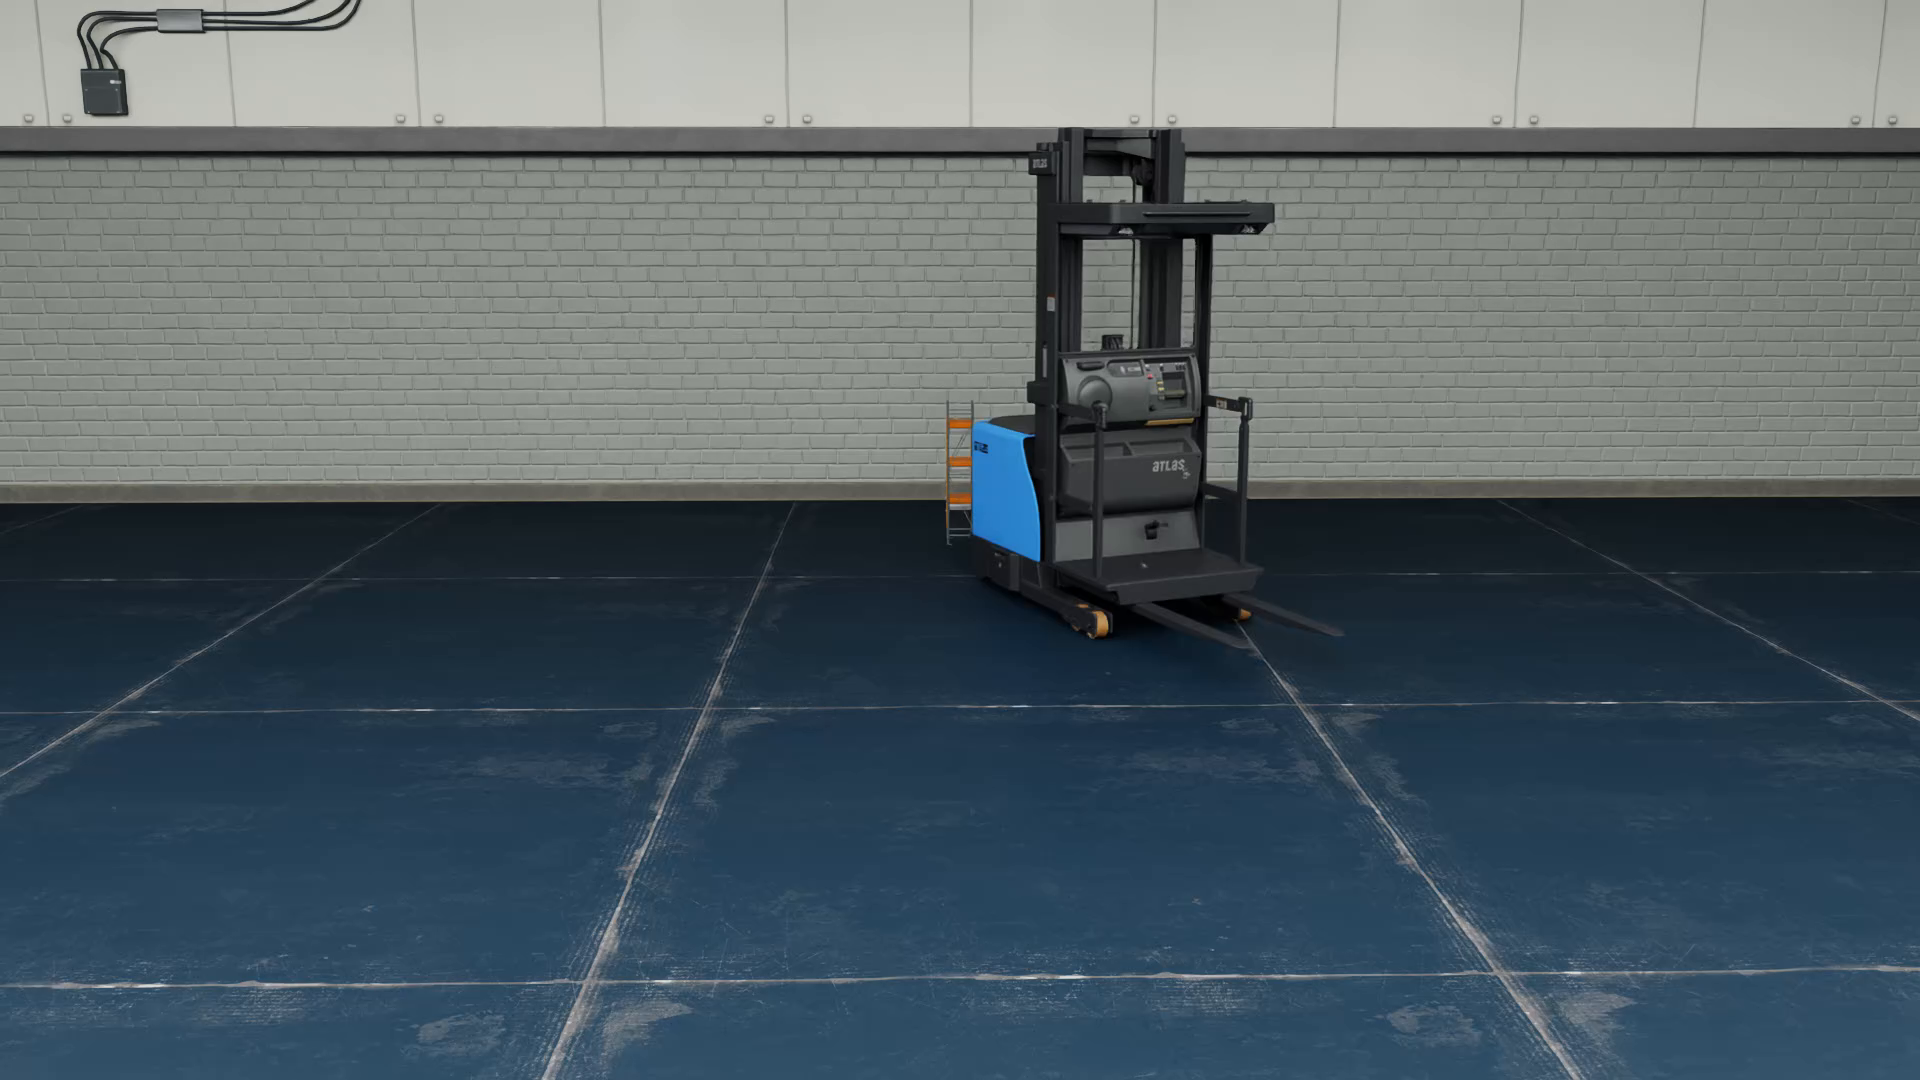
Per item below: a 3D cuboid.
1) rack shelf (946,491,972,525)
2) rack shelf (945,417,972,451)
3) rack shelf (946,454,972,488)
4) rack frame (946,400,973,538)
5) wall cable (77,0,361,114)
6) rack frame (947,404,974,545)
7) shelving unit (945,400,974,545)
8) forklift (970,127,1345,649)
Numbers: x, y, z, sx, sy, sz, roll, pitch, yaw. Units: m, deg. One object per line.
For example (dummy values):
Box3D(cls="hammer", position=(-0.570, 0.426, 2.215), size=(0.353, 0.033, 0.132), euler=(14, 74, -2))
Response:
Box3D(cls="rack shelf", position=(0.001, -0.221, 12.460), size=(0.215, 0.259, 0.240), euler=(0, 11, -1))
Box3D(cls="rack shelf", position=(0.001, -0.772, 12.348), size=(0.215, 0.259, 0.240), euler=(0, 11, -1))
Box3D(cls="rack shelf", position=(0.001, -0.494, 12.404), size=(0.215, 0.259, 0.240), euler=(0, 11, -1))
Box3D(cls="rack frame", position=(-0.001, -0.528, 12.522), size=(0.200, 1.050, 0.008), euler=(0, 11, -1))
Box3D(cls="wall cable", position=(-5.904, -6.388, 12.861), size=(2.305, 6.003, 0.169), euler=(0, 11, -1))
Box3D(cls="rack frame", position=(0.004, -0.480, 12.283), size=(0.200, 1.050, 0.008), euler=(0, 11, -1))
Box3D(cls="shelving unit", position=(0.001, -0.504, 12.402), size=(0.215, 1.050, 0.252), euler=(0, 11, -1))
Box3D(cls="forklift", position=(1.137, -0.956, 9.901), size=(1.130, 2.935, 3.031), euler=(-5, 13, -24))
